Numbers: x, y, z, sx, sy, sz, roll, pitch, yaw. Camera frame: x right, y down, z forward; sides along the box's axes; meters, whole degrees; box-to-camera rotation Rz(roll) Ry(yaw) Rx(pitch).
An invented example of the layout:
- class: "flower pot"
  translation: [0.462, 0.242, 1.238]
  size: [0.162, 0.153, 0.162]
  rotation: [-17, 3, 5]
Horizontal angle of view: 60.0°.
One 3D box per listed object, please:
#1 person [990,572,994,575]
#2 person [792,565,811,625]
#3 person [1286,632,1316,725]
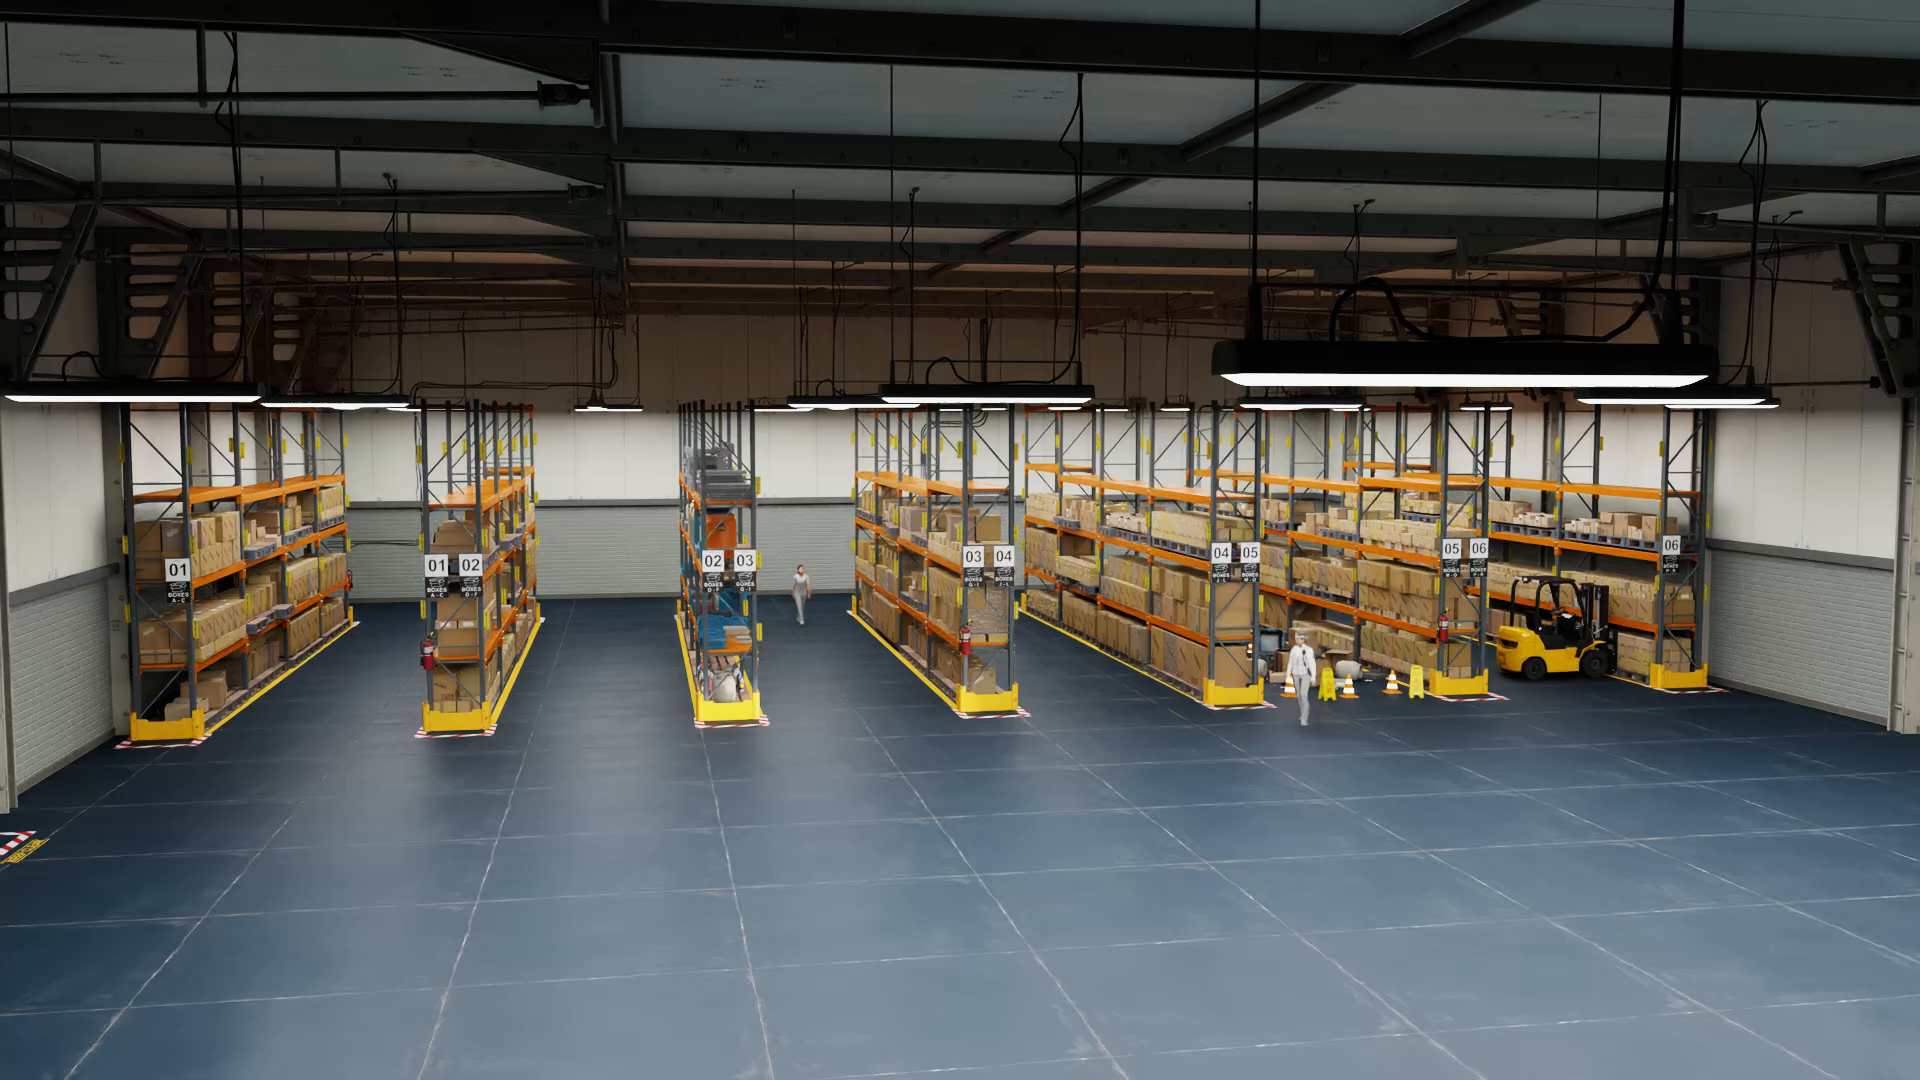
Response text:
- class: "person"
  translation: [1.150, 1.138, 49.160]
  size: [0.509, 1.742, 1.060]
  rotation: [4, 6, 43]
- class: "person"
  translation: [-4.316, 1.482, 45.391]
  size: [0.449, 1.603, 1.084]
  rotation: [-2, 5, -22]
- class: "person"
  translation: [6.347, 2.556, 30.985]
  size: [0.590, 1.673, 0.644]
  rotation: [4, 6, 44]
